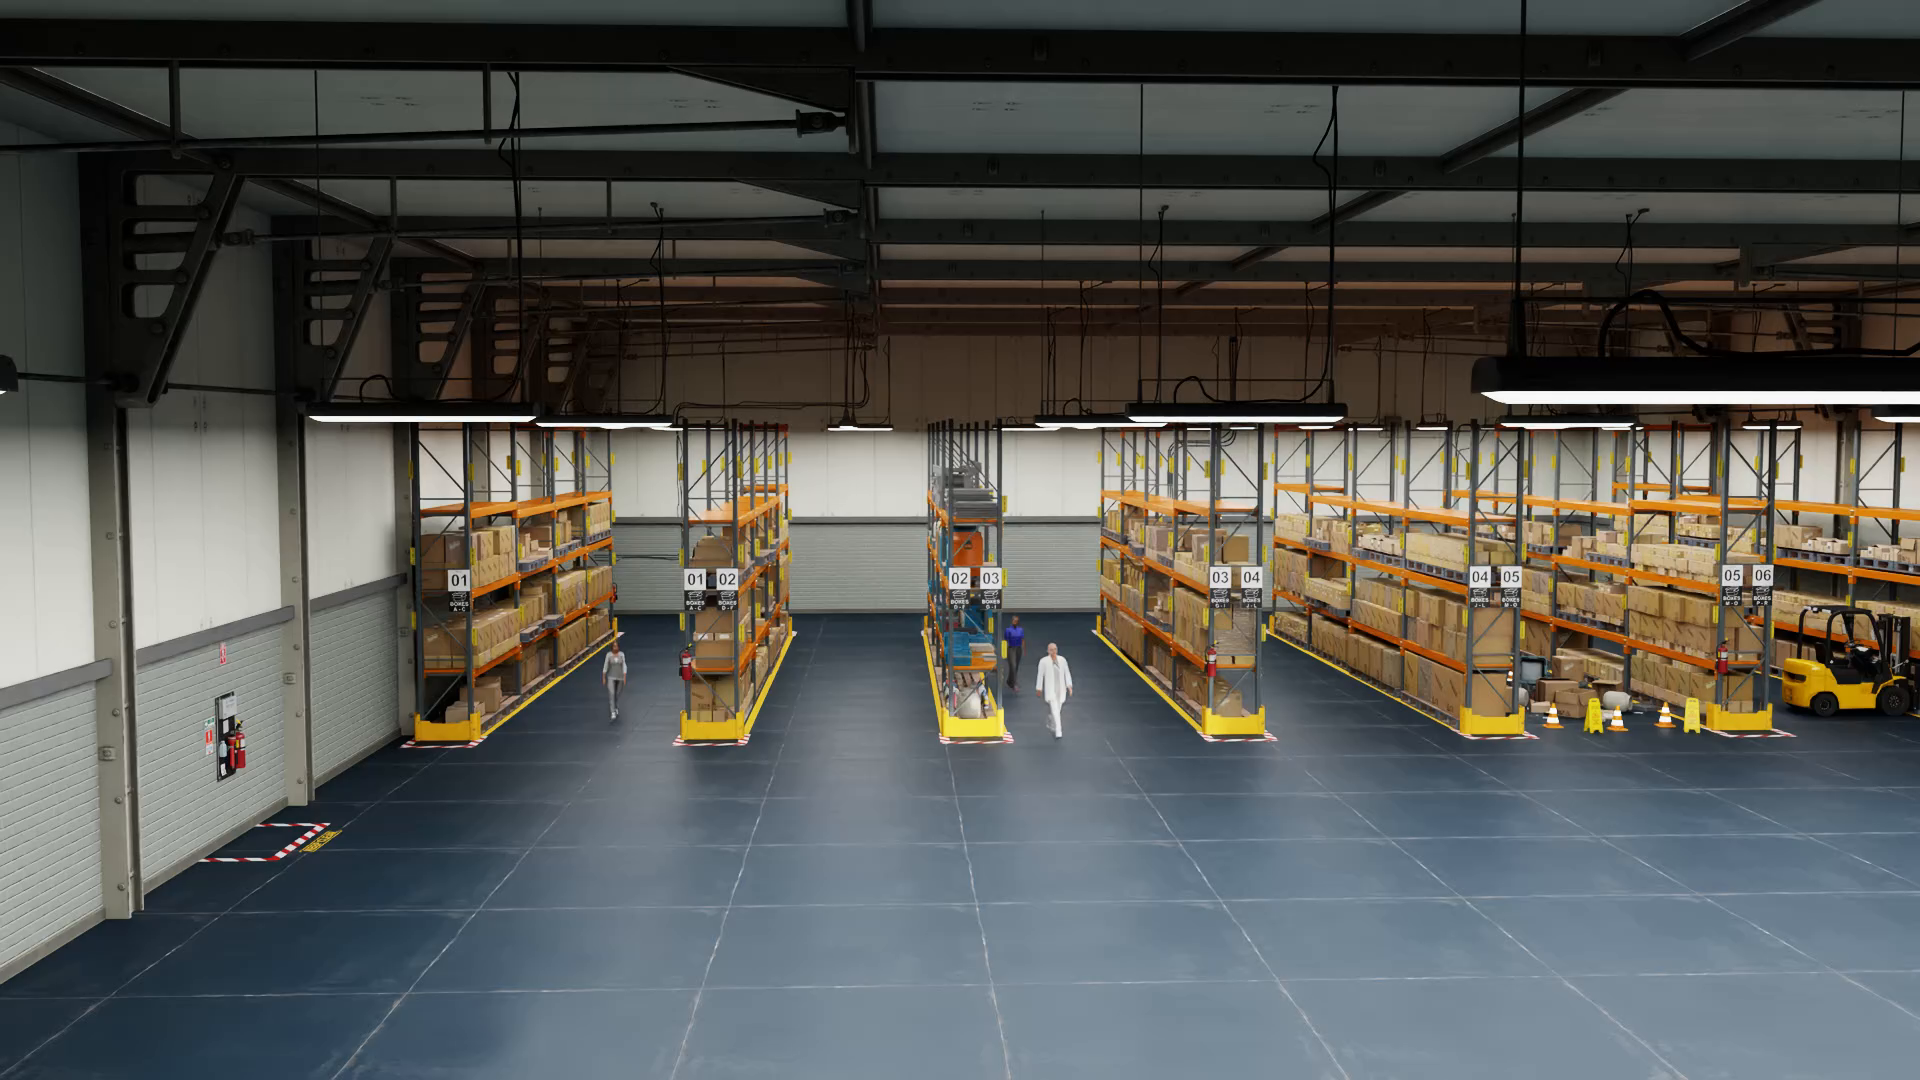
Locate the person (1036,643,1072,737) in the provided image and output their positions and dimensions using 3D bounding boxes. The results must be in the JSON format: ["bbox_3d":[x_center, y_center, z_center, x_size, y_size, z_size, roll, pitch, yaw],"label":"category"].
[{"bbox_3d":[1.803,2.831,31.546,0.617,1.736,1.051,-1,4,-21],"label":"person"}]

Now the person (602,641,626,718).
[{"bbox_3d":[-6.918,2.807,33.380,0.453,1.508,0.969,-2,4,-29],"label":"person"}]

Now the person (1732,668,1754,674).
[{"bbox_3d":[17.094,2.574,36.226,0.641,1.671,0.810,0,4,-3],"label":"person"}]

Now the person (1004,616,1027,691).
[{"bbox_3d":[1.240,2.518,37.165,0.491,1.618,0.804,-2,4,-34],"label":"person"}]
